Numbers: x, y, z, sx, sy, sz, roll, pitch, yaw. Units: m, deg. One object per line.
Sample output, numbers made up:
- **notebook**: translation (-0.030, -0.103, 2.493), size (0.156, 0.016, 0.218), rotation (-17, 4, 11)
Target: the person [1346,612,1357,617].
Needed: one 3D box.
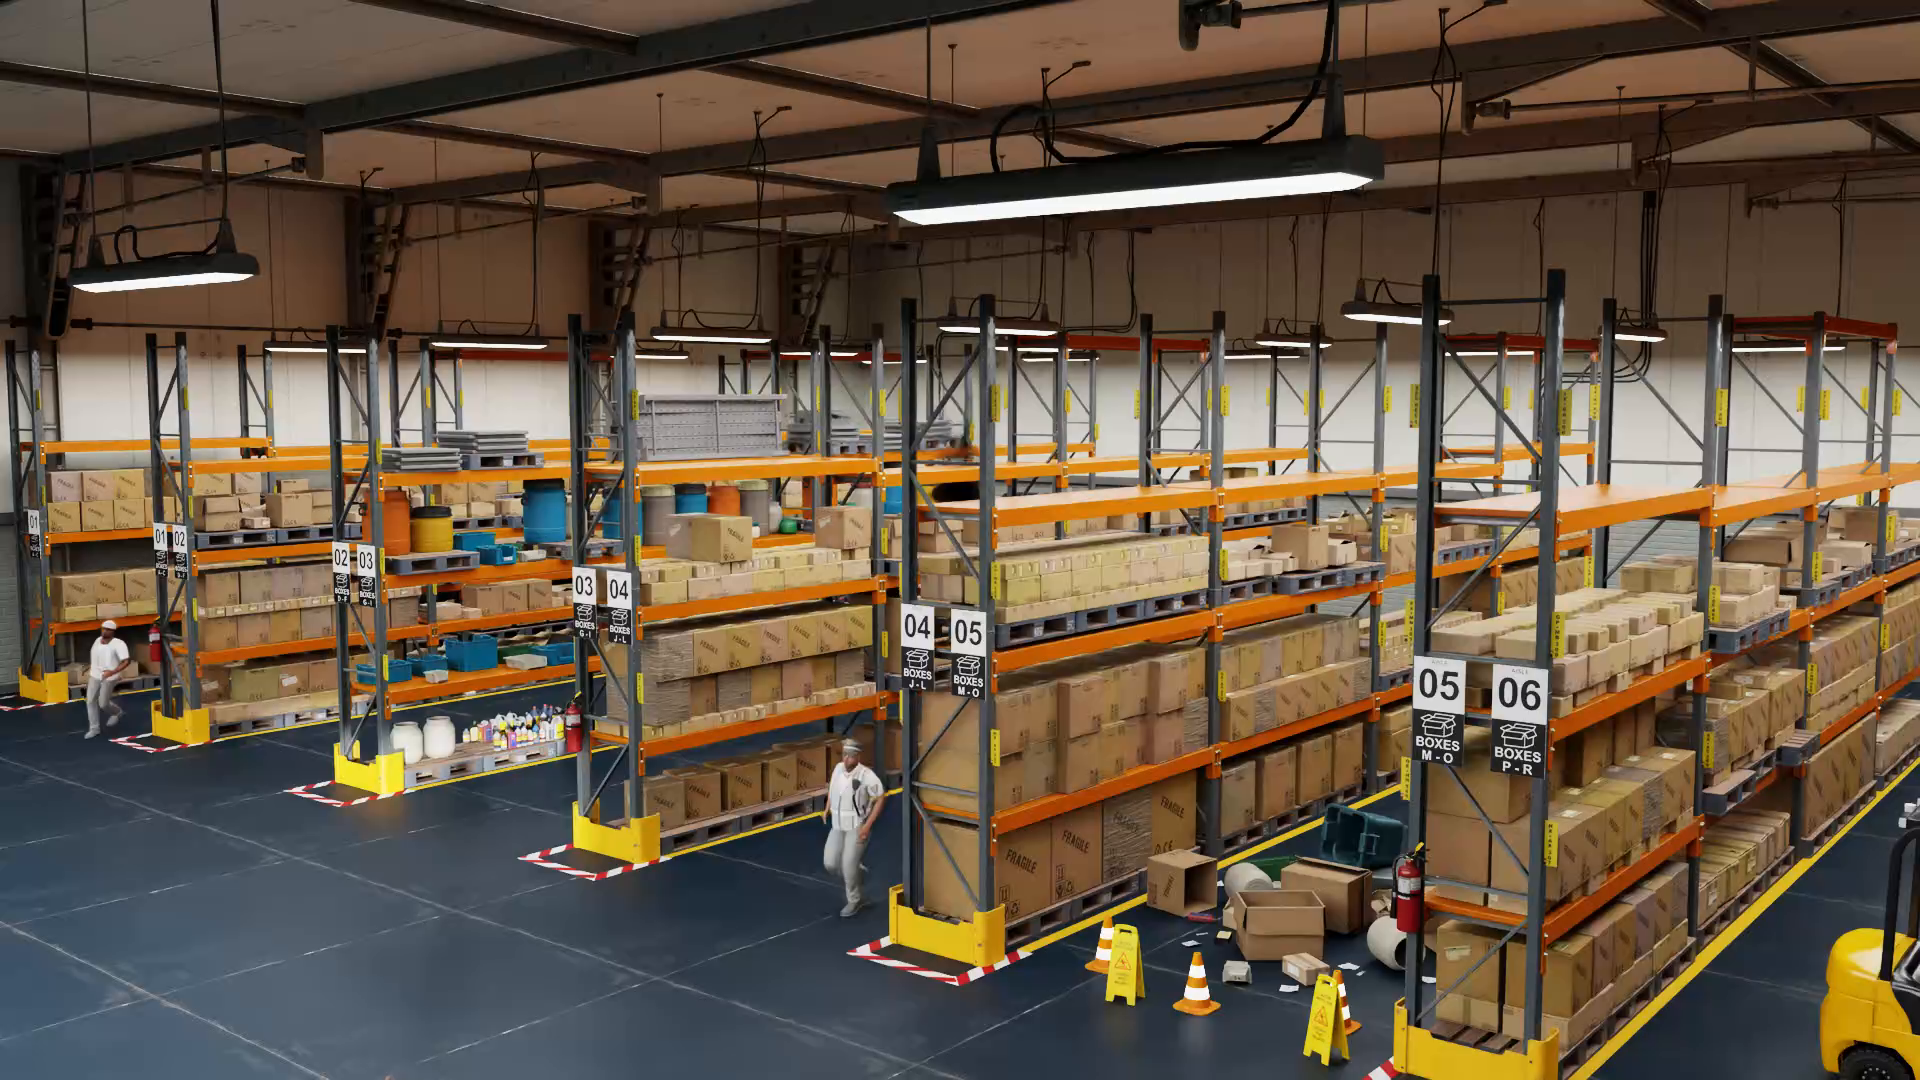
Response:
- **person**: translation (6.073, 2.002, 25.765), size (0.645, 1.789, 0.799), rotation (5, 7, 42)

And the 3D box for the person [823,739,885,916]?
- **person**: translation (-1.075, 2.825, 16.510), size (0.695, 1.753, 0.549), rotation (4, 6, 36)

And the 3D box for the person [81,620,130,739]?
- **person**: translation (-12.803, 2.063, 24.985), size (0.741, 1.745, 0.762), rotation (1, 5, 8)
